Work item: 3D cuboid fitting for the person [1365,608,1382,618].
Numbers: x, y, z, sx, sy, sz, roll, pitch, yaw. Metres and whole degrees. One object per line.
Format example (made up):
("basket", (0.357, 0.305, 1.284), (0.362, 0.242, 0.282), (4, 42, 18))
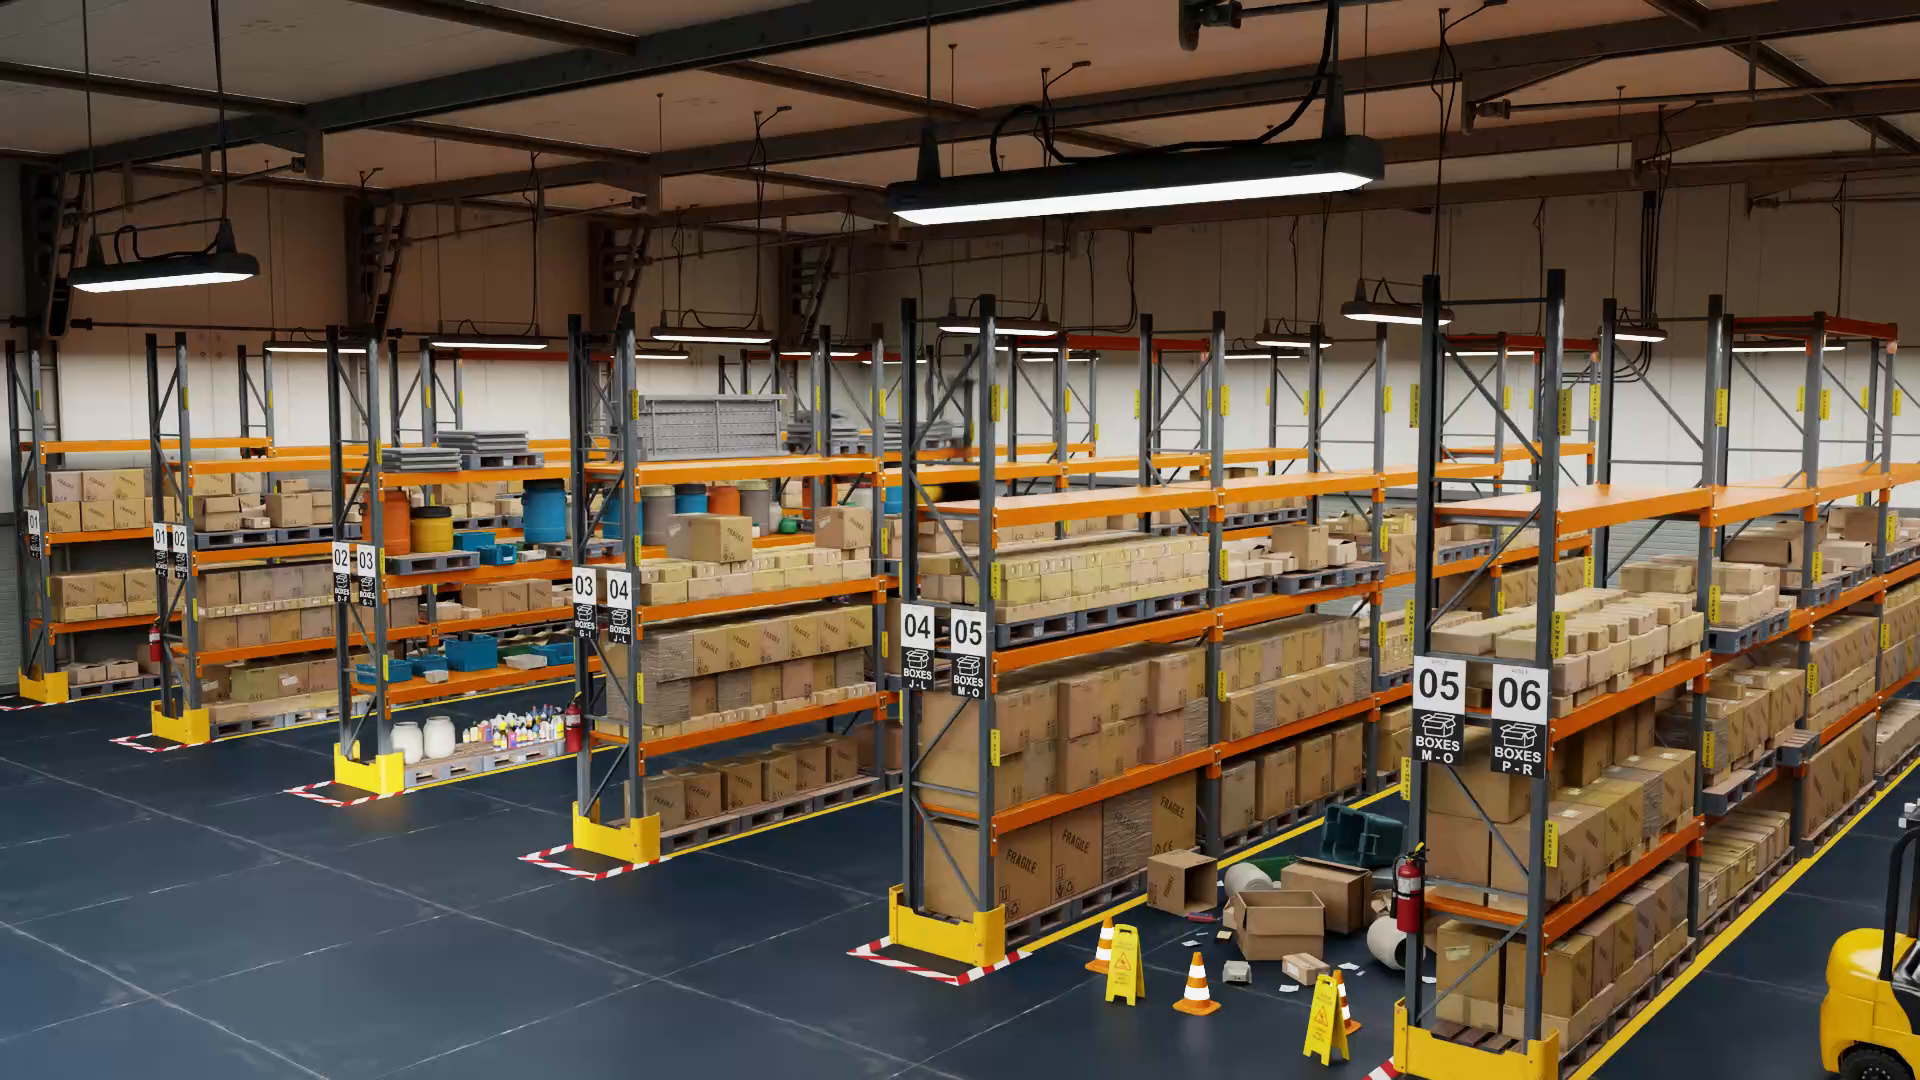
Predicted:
("person", (6.602, 1.914, 26.559), (0.596, 1.729, 0.681), (-5, 7, -43))

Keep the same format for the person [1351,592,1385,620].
("person", (7.408, 1.659, 30.037), (0.681, 1.610, 0.506), (1, 5, 11))
